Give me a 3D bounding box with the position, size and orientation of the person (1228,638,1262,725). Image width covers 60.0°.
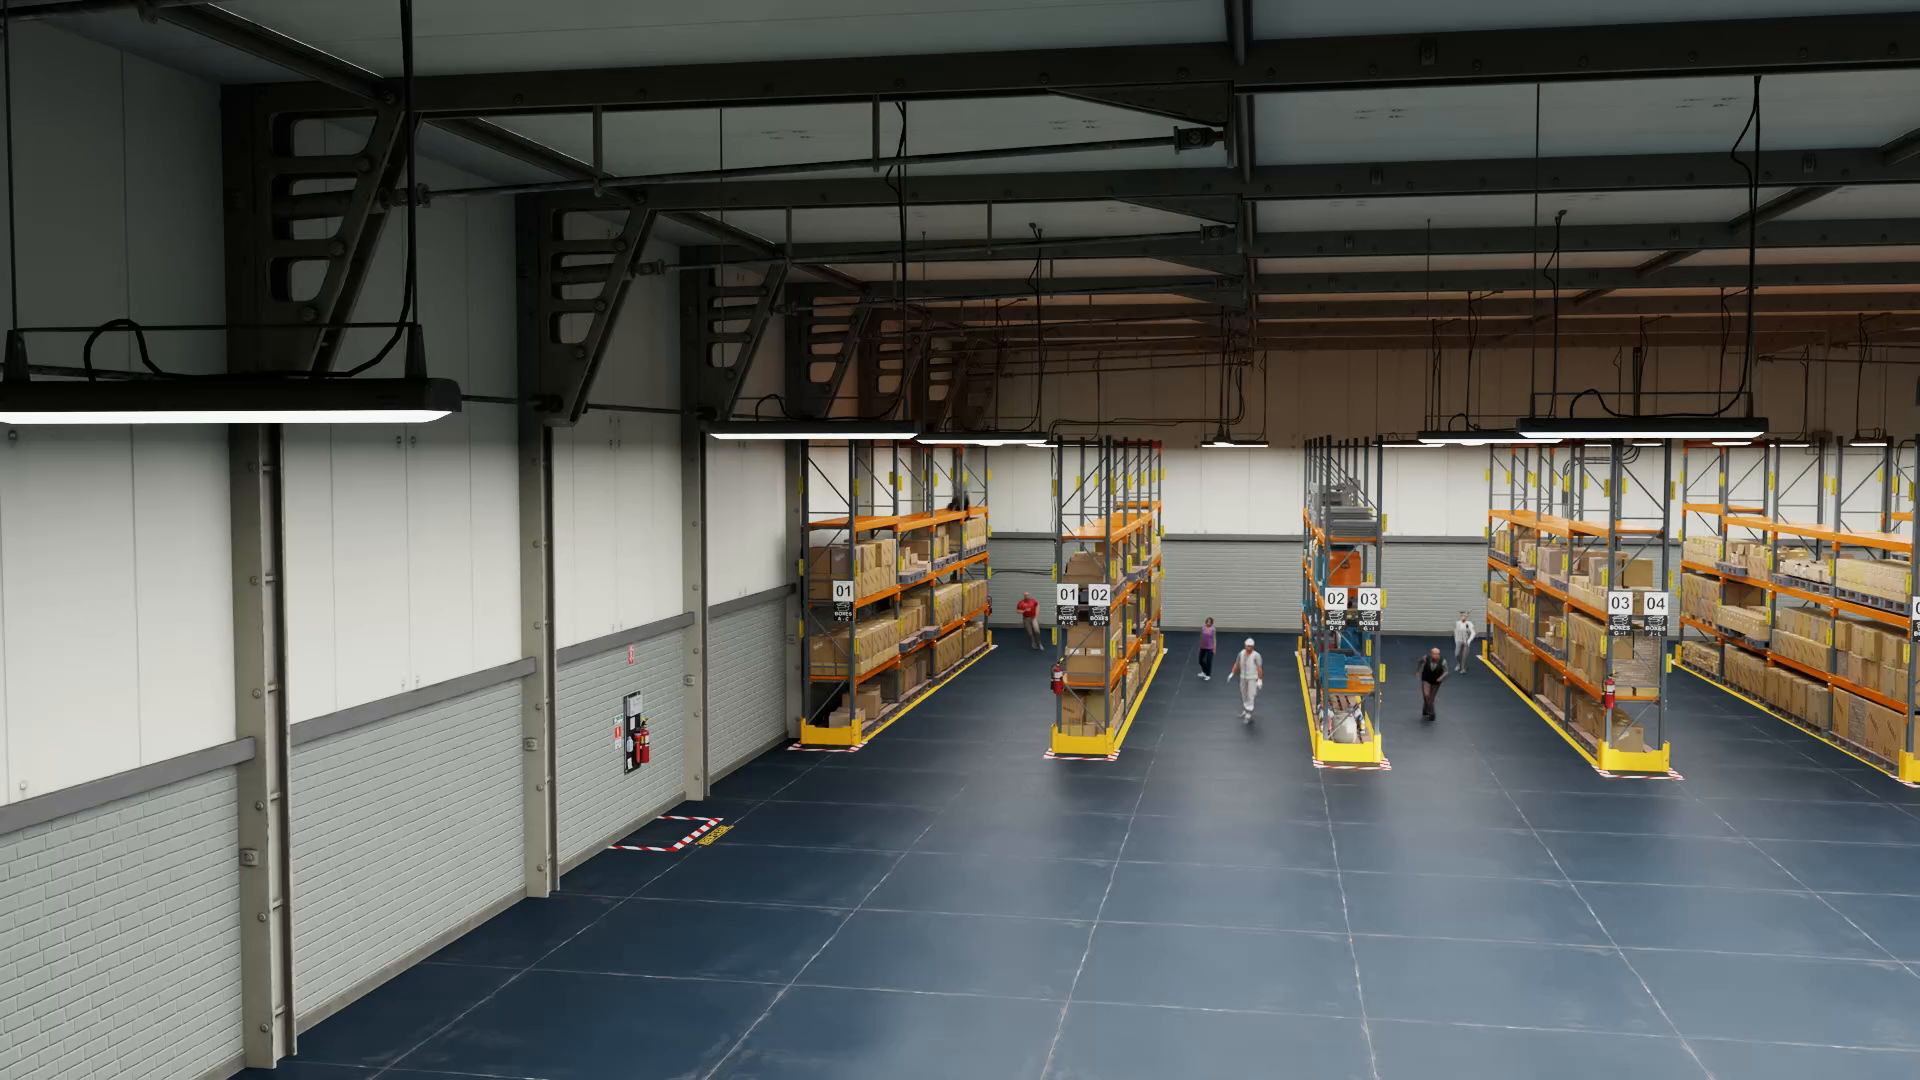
[{"bbox_3d":[6.029,2.951,35.054,0.740,1.775,0.763,3,4,42],"label":"person"}]

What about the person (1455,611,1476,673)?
[{"bbox_3d":[12.849,2.613,42.403,0.615,1.623,0.738,2,4,30],"label":"person"}]

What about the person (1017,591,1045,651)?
[{"bbox_3d":[2.003,2.327,47.607,0.785,1.739,0.702,0,3,-7],"label":"person"}]

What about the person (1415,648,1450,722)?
[{"bbox_3d":[10.003,3.018,35.263,0.669,1.553,1.065,0,3,9],"label":"person"}]

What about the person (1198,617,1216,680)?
[{"bbox_3d":[6.148,2.696,41.394,0.540,1.578,0.447,2,4,32],"label":"person"}]
